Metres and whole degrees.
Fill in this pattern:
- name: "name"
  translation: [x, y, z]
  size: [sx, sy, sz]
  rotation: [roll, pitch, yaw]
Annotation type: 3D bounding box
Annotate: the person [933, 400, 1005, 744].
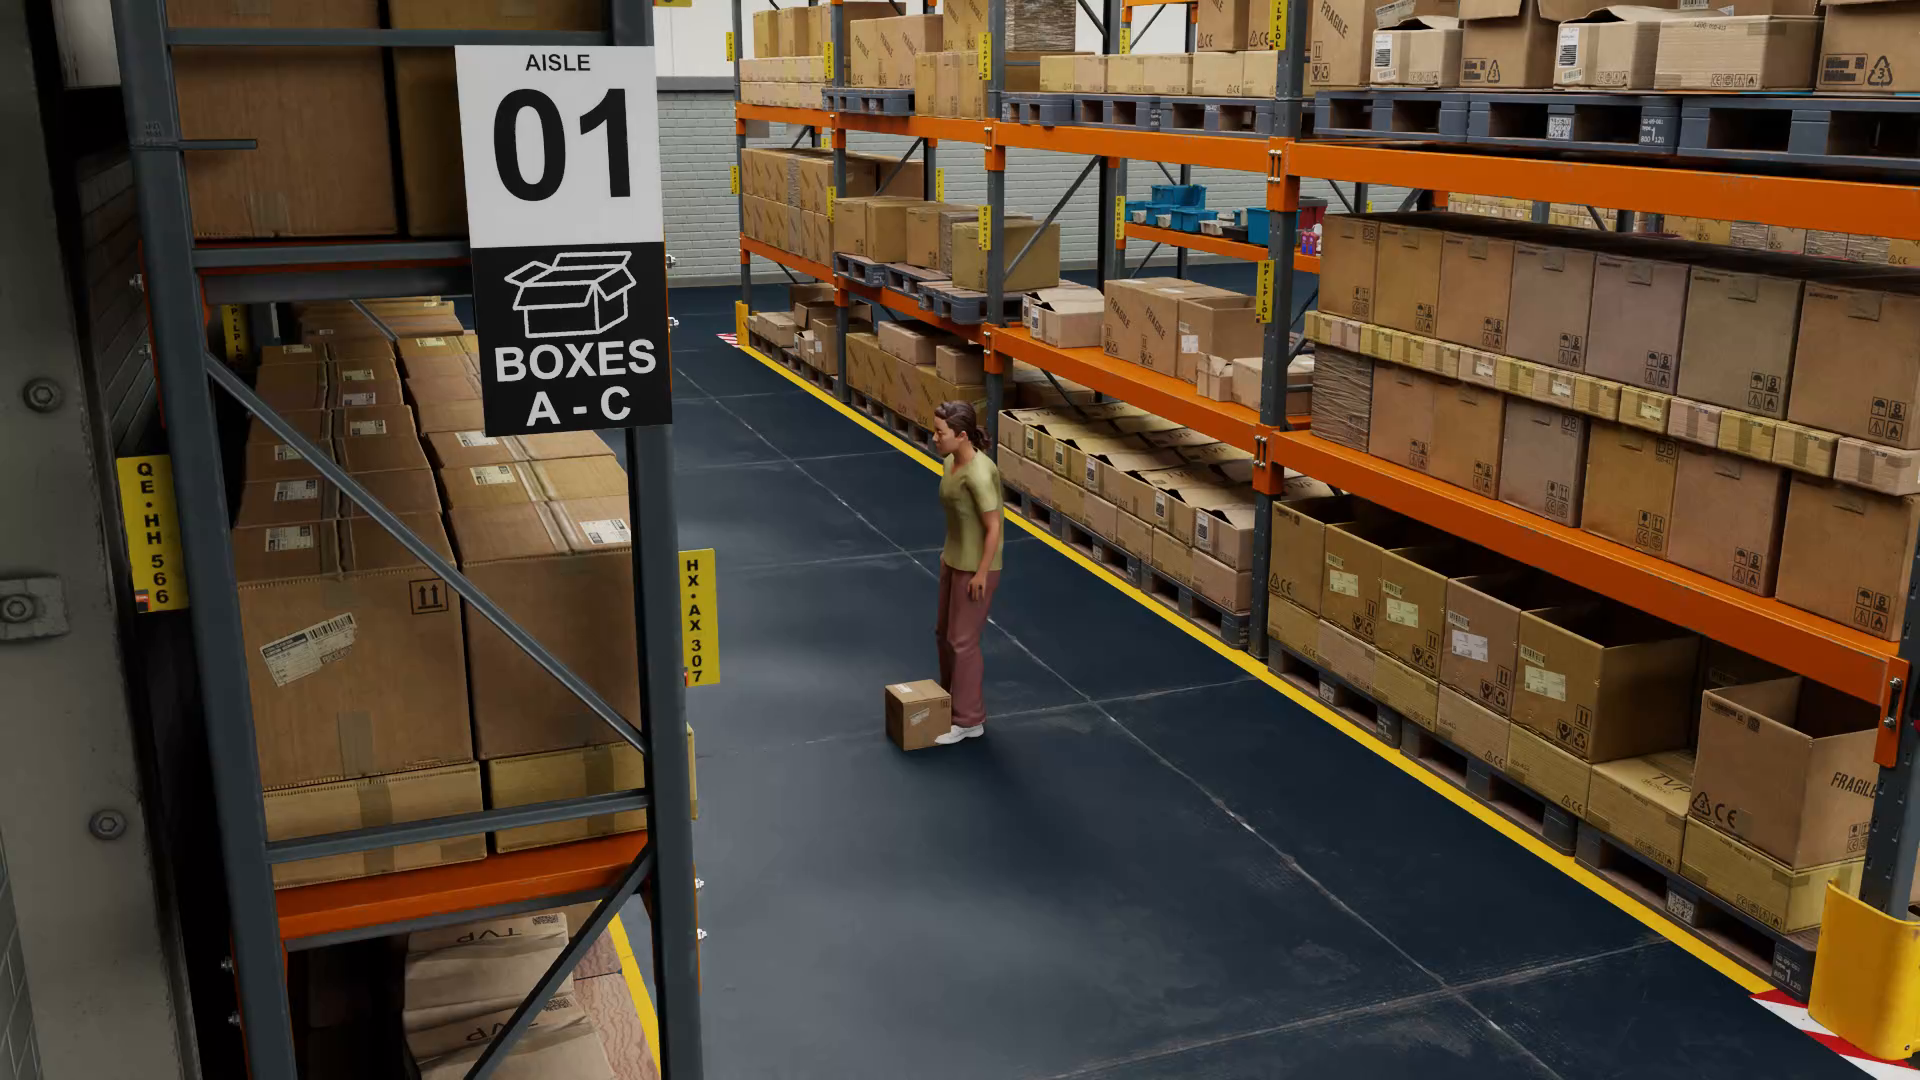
- name: "person"
  translation: [-0.003, 0.142, 8.022]
  size: [0.405, 1.673, 0.498]
  rotation: [-6, 17, -20]
